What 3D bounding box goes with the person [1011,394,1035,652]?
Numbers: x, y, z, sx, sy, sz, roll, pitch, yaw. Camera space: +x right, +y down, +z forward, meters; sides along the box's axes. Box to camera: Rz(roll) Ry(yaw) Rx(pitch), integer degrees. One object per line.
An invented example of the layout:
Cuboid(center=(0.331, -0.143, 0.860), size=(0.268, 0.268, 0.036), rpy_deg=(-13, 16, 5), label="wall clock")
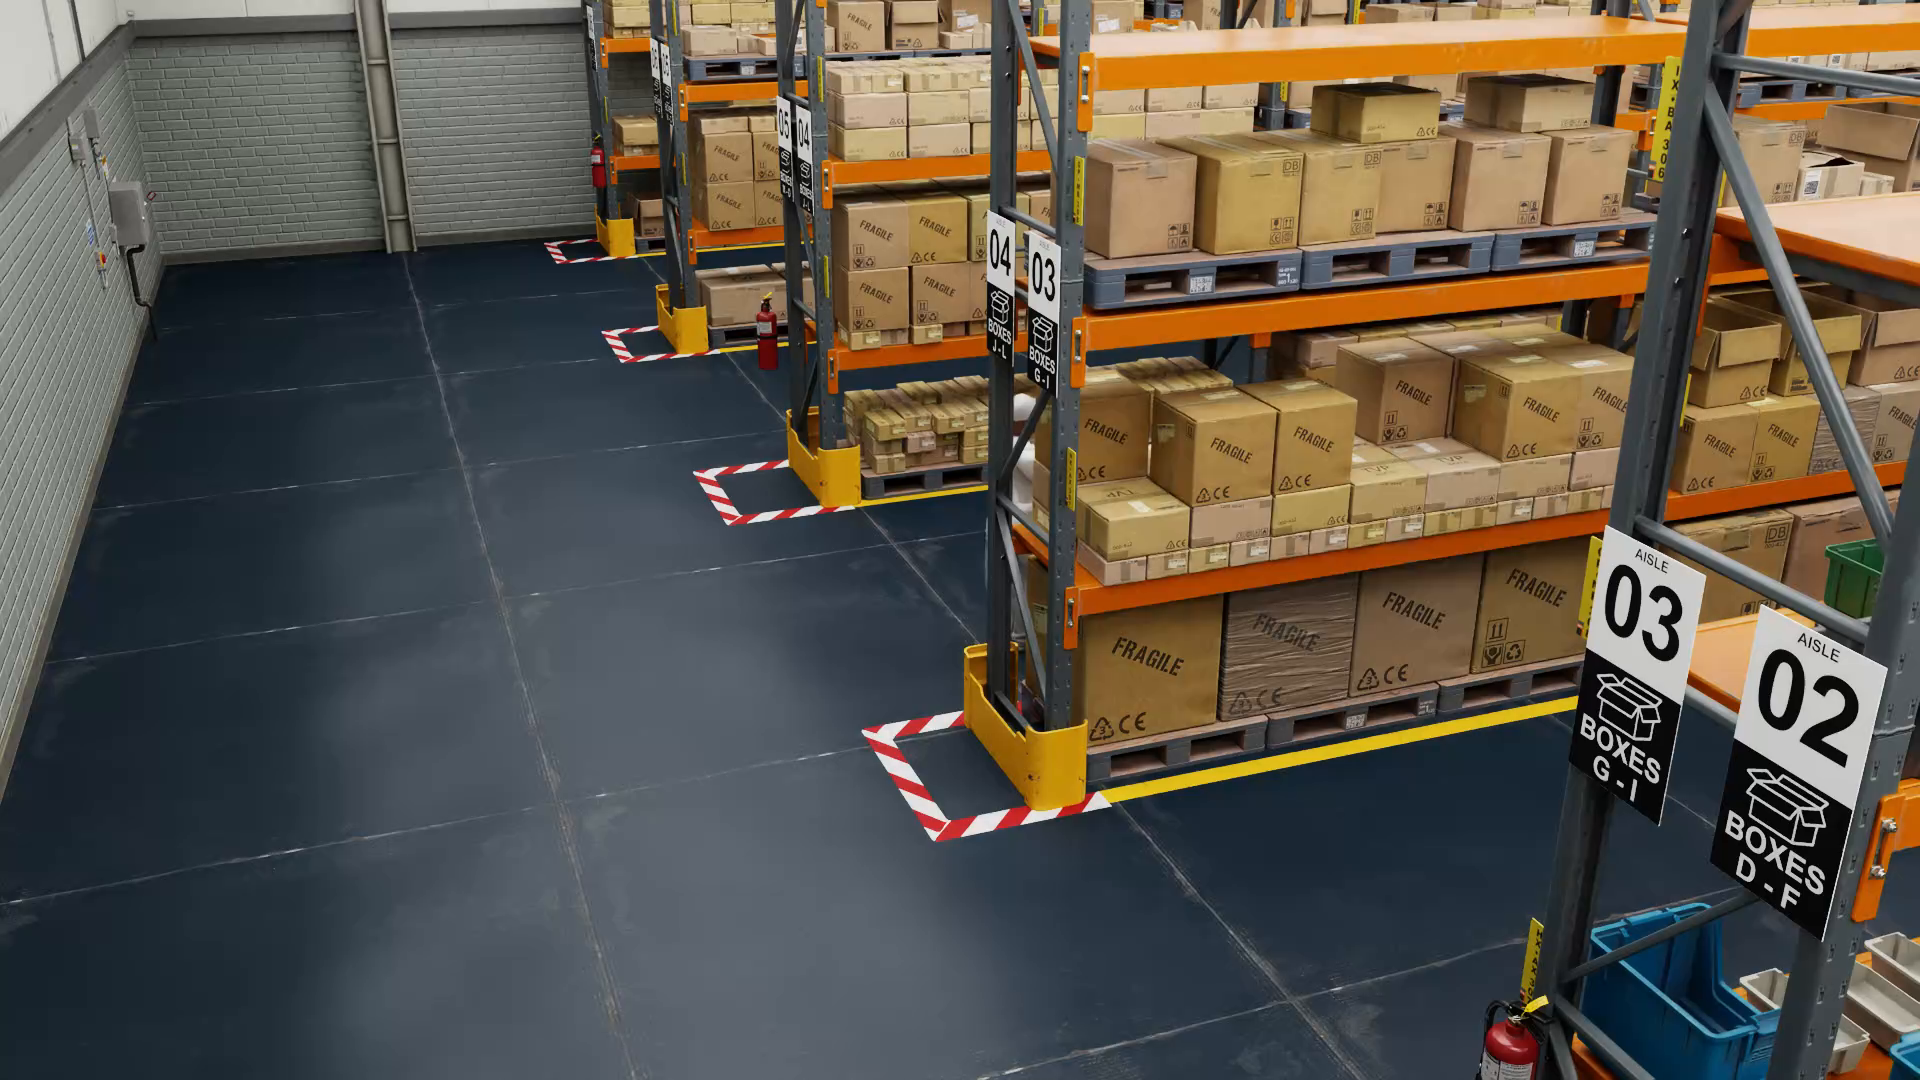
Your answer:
Cuboid(center=(0.515, -0.142, 11.157), size=(0.563, 1.761, 0.504), rpy_deg=(-8, 24, -19), label="person")
